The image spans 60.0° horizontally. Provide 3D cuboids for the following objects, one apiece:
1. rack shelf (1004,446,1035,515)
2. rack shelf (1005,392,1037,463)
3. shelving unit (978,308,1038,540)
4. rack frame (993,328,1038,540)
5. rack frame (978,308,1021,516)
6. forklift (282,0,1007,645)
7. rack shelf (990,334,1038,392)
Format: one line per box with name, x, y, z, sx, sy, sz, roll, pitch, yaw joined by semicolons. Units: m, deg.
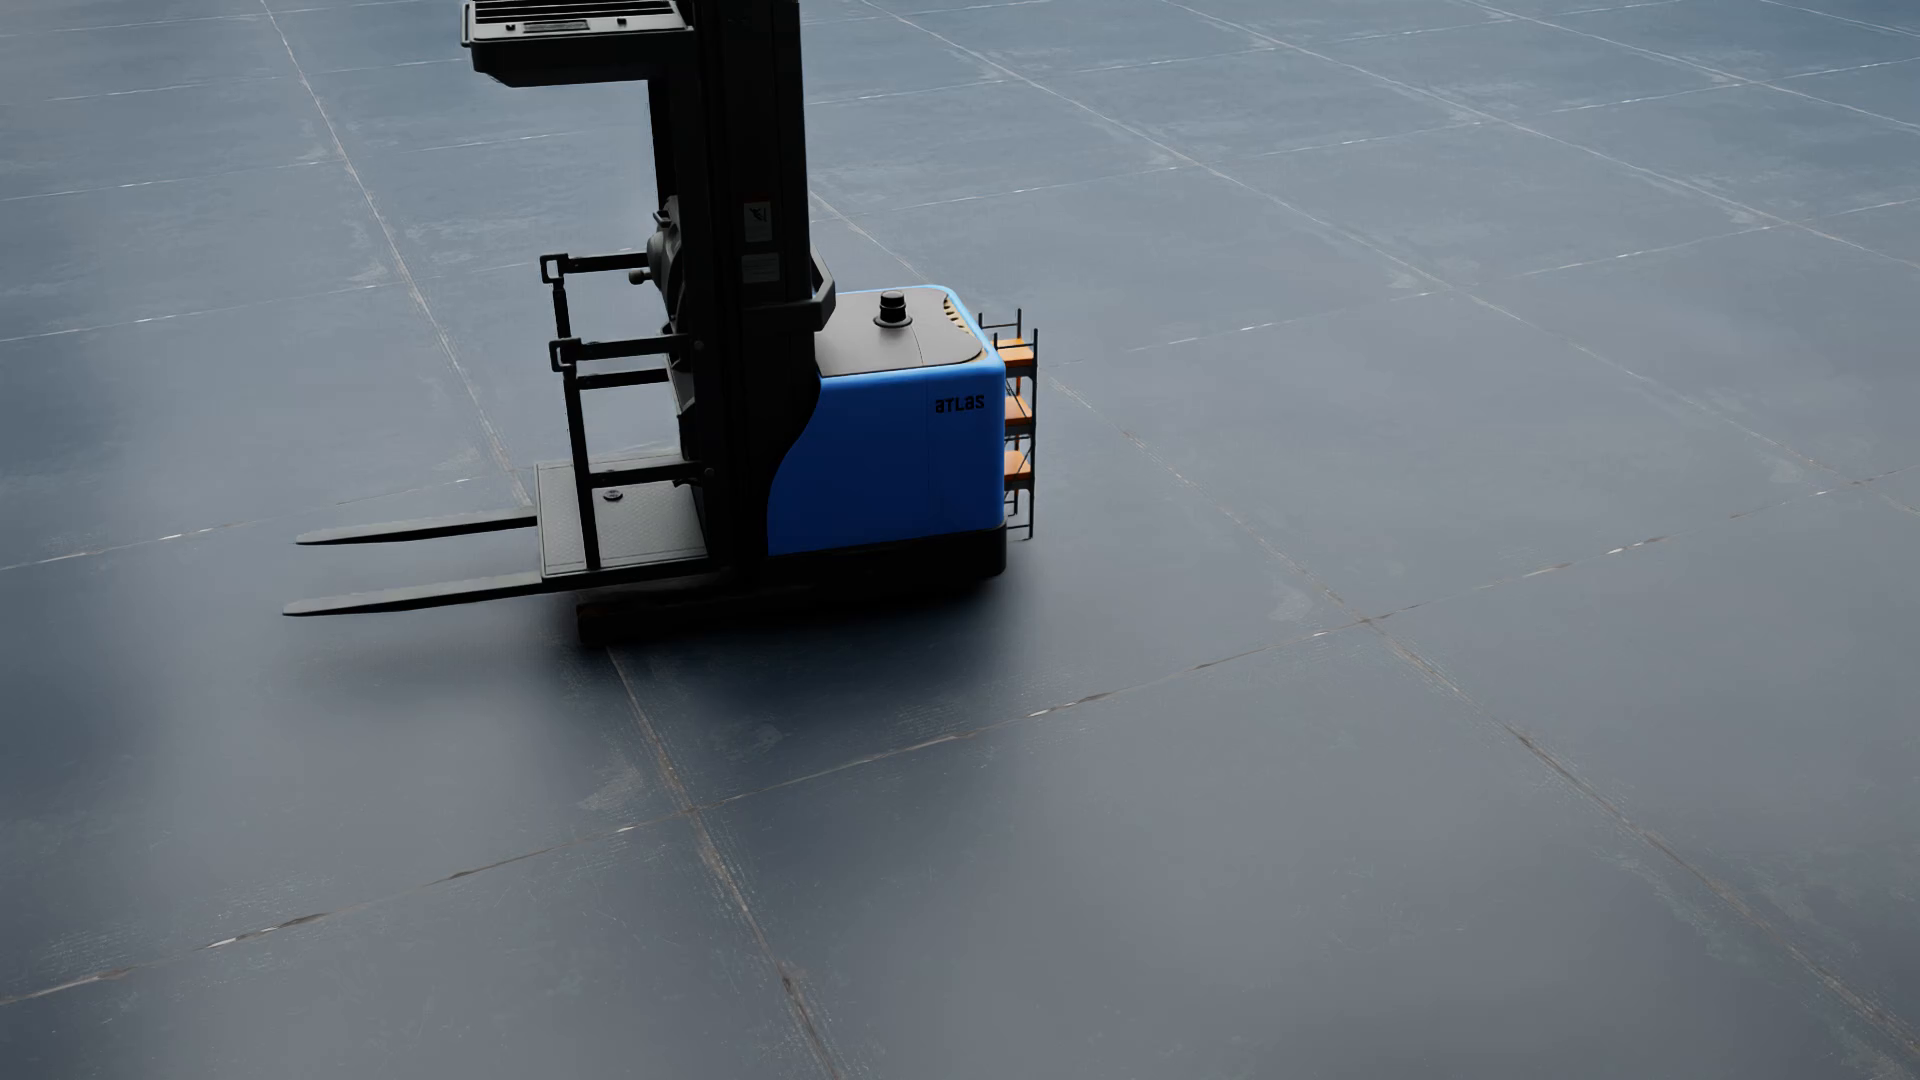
rack shelf;0.210;-0.258;7.727;0.215;0.259;0.240;-8;30;-13
rack shelf;0.210;-0.501;7.591;0.215;0.259;0.240;-8;30;-13
shelving unit;0.210;-0.510;7.586;0.215;1.050;0.252;-8;30;-13
rack frame;0.242;-0.452;7.483;0.200;1.050;0.008;-8;30;-13
rack frame;0.178;-0.567;7.688;0.200;1.050;0.008;-8;30;-13
forklift;-1.370;-1.125;6.759;3.031;2.935;1.130;-7;30;-13
rack shelf;0.210;-0.748;7.452;0.215;0.259;0.240;-8;30;-13
